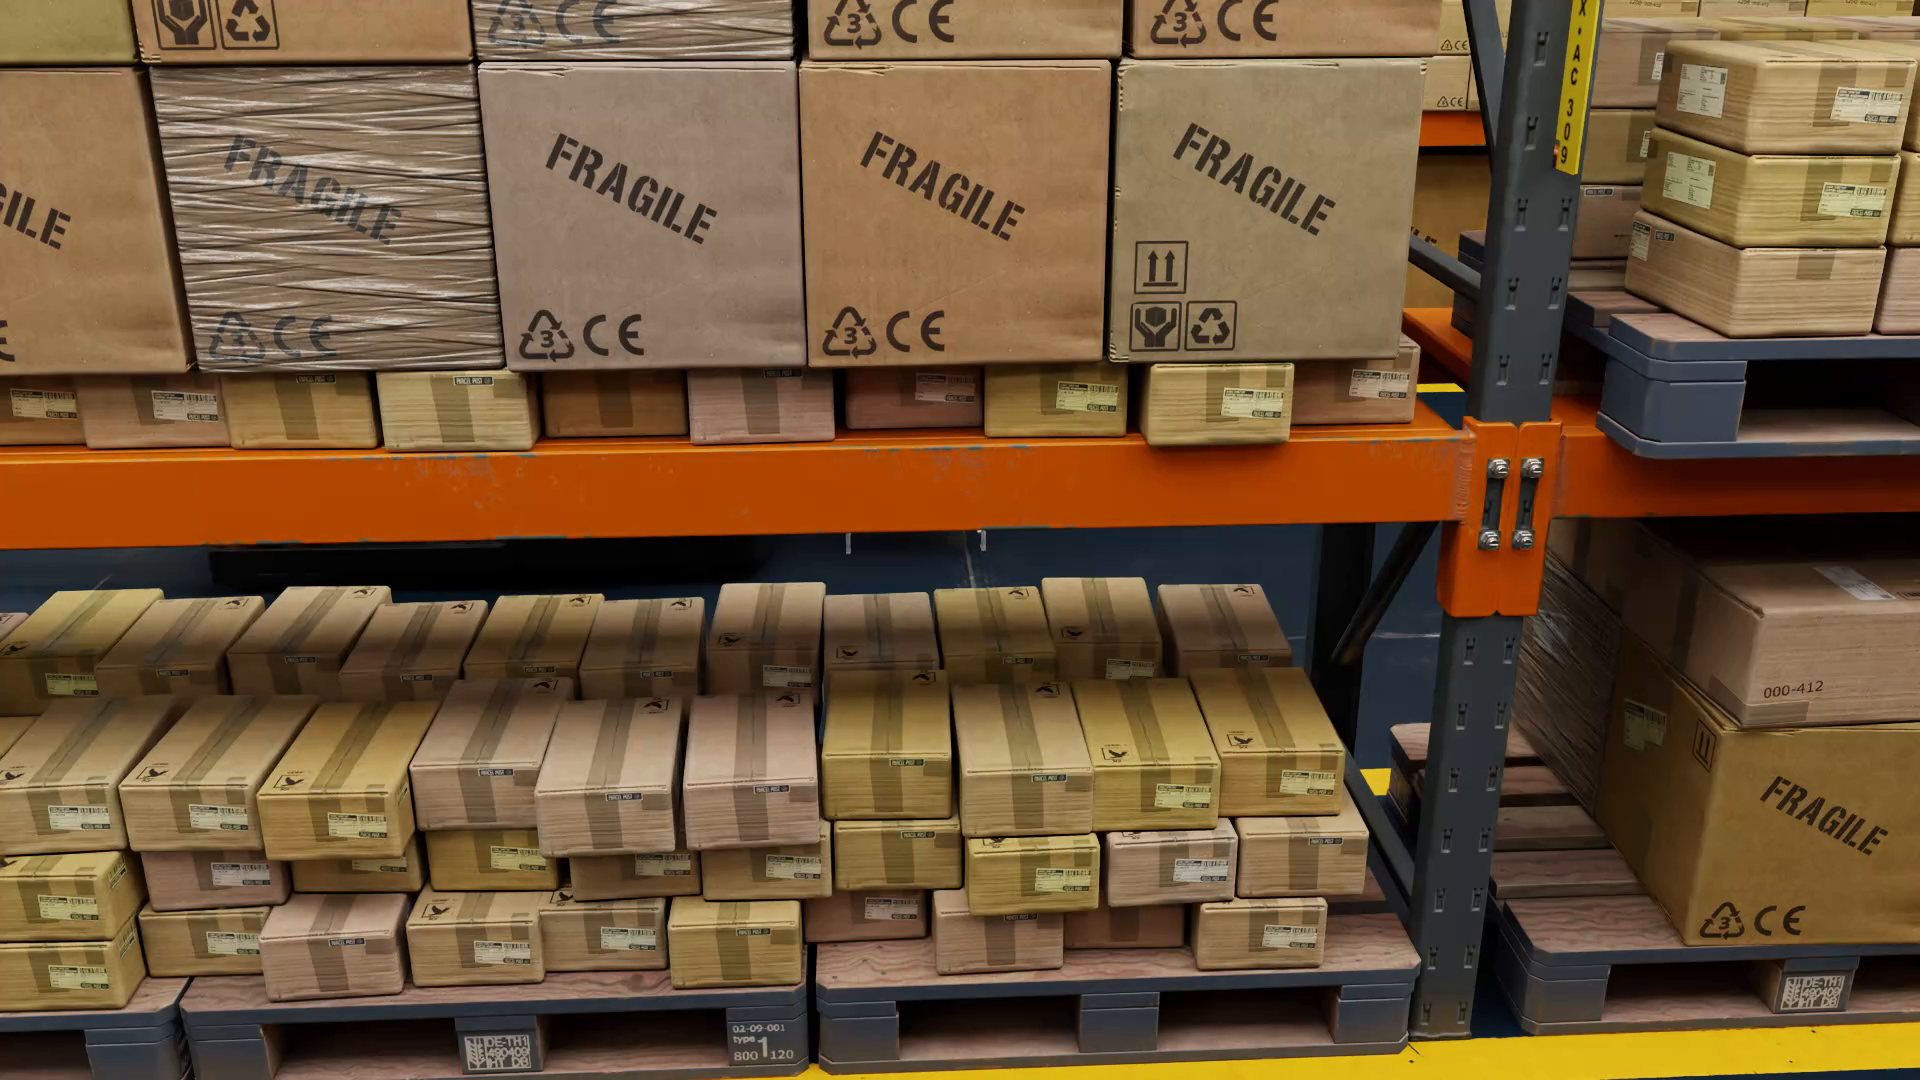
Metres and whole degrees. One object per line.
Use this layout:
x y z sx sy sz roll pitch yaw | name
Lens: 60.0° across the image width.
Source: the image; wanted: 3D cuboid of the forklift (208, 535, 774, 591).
-2.189 -1.388 5.647 3.031 2.935 1.130 -1 21 -2 | forklift

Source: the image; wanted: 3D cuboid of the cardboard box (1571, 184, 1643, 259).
1.344 -0.707 3.525 0.250 0.149 0.380 -2 21 -4 | cardboard box

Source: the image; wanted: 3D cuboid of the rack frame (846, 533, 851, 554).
-0.409 -0.552 5.886 0.015 1.200 0.240 -1 21 -3 | rack frame

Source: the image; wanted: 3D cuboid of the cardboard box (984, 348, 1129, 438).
0.166 -0.315 3.087 0.250 0.149 0.380 0 21 -1 | cardboard box

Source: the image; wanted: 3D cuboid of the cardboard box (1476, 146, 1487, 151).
2.984 -1.590 8.476 0.875 0.875 0.875 -1 21 -2 | cardboard box

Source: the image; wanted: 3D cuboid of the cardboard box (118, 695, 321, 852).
-1.445 0.455 3.291 0.250 0.149 0.380 0 21 -1 | cardboard box

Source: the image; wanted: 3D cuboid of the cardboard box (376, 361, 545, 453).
-0.870 -0.286 3.010 0.250 0.149 0.380 -1 21 -2 | cardboard box

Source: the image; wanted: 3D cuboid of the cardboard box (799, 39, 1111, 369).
-0.027 -0.615 2.963 0.500 0.500 0.500 -2 21 -5 | cardboard box

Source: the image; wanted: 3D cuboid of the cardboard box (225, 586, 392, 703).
-1.488 0.246 3.841 0.250 0.149 0.380 0 21 -1 | cardboard box

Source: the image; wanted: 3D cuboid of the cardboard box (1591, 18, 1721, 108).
1.348 -0.984 3.417 0.250 0.149 0.380 0 21 -1 | cardboard box

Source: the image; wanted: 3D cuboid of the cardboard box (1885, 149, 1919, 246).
1.637 -0.618 2.874 0.250 0.149 0.380 -2 21 -4 | cardboard box

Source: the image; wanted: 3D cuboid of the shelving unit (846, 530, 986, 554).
-0.165 -0.557 5.899 0.503 1.200 0.258 -1 21 -3 | shelving unit

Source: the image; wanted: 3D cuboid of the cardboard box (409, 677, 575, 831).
-0.934 0.427 3.365 0.250 0.149 0.380 -1 21 -3 | cardboard box

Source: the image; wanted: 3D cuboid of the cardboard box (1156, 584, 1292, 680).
0.603 0.242 3.851 0.250 0.149 0.380 0 21 -1 | cardboard box

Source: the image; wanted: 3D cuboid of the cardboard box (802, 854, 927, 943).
-0.208 0.681 3.532 0.250 0.149 0.380 -2 21 -4 | cardboard box

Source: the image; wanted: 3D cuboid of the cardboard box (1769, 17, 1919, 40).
1.875 -0.995 3.444 0.250 0.149 0.380 -2 21 -5 | cardboard box

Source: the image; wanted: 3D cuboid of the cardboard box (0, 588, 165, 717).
-2.015 0.254 3.820 0.250 0.149 0.380 -2 21 -4 | cardboard box

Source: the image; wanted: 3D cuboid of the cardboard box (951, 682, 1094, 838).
0.117 0.435 3.344 0.250 0.149 0.380 -1 21 -4 | cardboard box

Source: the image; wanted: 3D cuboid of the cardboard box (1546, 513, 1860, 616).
1.688 -0.033 3.862 0.500 0.250 0.500 -2 21 -4 | cardboard box

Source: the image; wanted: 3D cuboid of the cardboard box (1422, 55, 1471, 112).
2.059 -2.167 7.808 0.500 0.250 0.500 -1 21 -3 | cardboard box

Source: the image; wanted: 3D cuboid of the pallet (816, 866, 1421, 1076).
0.290 0.780 3.777 1.213 0.211 1.003 -1 21 -3 | pallet

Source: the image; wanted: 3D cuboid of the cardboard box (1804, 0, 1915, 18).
4.100 -2.451 7.851 0.500 0.250 0.500 -1 21 -3 | cardboard box

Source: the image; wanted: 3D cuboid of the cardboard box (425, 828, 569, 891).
-0.921 0.559 3.435 0.250 0.149 0.380 0 21 -1 | cardboard box

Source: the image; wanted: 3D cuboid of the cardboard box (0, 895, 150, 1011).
-1.728 0.762 3.319 0.250 0.149 0.380 -1 21 -2 | cardboard box

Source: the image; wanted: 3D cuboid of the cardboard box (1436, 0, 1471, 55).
2.055 -2.400 7.717 0.500 0.250 0.500 -1 21 -2 | cardboard box

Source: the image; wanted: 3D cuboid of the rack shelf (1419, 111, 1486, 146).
2.572 -2.011 8.197 4.000 0.370 1.077 -1 21 -3 | rack shelf

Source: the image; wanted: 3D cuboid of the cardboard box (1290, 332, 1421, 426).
0.687 -0.344 3.161 0.250 0.149 0.380 -1 21 -4 | cardboard box

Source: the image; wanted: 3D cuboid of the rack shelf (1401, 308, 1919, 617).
2.955 -0.254 3.584 4.000 0.370 1.077 -1 21 -3 | rack shelf

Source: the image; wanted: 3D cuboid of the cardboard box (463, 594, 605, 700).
-0.959 0.264 3.792 0.250 0.149 0.380 -1 21 -3 | cardboard box

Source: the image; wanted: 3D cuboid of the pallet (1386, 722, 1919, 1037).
1.736 0.737 3.889 1.213 0.211 1.003 -1 21 -3 | pallet

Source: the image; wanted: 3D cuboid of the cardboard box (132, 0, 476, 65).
-1.039 -1.063 2.734 0.500 0.500 0.500 -2 21 -5 | cardboard box

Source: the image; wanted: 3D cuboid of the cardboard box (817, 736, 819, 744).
-0.451 0.549 3.879 0.250 0.149 0.380 -2 21 -5 | cardboard box

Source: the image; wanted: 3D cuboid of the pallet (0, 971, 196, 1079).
-2.146 0.829 3.647 1.213 0.211 1.003 -1 21 -3 | pallet

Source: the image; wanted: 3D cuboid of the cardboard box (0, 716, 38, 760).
-1.965 0.492 3.195 0.250 0.149 0.380 -1 21 -3 | cardboard box

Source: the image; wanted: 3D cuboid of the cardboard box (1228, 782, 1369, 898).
0.662 0.567 3.416 0.250 0.149 0.380 -1 21 -2 | cardboard box

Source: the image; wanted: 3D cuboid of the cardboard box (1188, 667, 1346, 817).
0.618 0.408 3.414 0.250 0.149 0.380 -1 21 -2 | cardboard box

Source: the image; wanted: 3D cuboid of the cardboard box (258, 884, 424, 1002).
-1.225 0.749 3.354 0.250 0.149 0.380 -2 21 -6 | cardboard box

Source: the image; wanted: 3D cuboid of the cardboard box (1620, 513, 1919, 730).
1.712 0.150 3.379 0.500 0.250 0.500 -2 21 -5 | cardboard box

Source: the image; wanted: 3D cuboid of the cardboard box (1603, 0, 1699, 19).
3.078 -2.422 7.774 0.500 0.250 0.500 -2 21 -4 | cardboard box

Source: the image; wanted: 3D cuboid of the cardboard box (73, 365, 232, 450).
-1.398 -0.293 3.029 0.250 0.149 0.380 -2 21 -4 | cardboard box

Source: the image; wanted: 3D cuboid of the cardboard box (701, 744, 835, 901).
-0.383 0.571 3.405 0.250 0.149 0.380 -1 21 -2 | cardboard box

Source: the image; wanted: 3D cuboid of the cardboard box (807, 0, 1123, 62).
-0.011 -1.085 2.791 0.500 0.500 0.500 -2 21 -5 | cardboard box

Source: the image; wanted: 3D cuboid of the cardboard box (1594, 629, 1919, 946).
1.712 0.501 3.512 0.500 0.500 0.500 0 21 -1 | cardboard box

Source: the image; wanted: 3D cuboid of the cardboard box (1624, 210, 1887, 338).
1.378 -0.473 2.911 0.250 0.149 0.380 -2 21 -6 | cardboard box

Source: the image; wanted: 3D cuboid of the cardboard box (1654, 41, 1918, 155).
1.378 -0.751 2.805 0.250 0.149 0.380 0 21 0 | cardboard box

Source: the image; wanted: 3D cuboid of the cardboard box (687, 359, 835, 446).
-0.363 -0.303 3.053 0.250 0.149 0.380 -2 21 -5 | cardboard box

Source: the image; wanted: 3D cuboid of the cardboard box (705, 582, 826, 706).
-0.443 0.238 3.860 0.250 0.149 0.380 -1 21 -2 | cardboard box

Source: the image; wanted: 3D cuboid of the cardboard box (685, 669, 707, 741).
-0.711 0.380 3.906 0.250 0.149 0.380 -1 21 -3 | cardboard box

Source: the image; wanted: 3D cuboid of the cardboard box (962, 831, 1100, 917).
0.126 0.588 3.359 0.250 0.149 0.380 -2 21 -5 | cardboard box

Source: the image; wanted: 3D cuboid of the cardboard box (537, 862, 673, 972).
-0.711 0.718 3.437 0.250 0.149 0.380 -1 21 -2 | cardboard box

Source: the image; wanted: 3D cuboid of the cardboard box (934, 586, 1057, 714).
0.075 0.249 3.832 0.250 0.149 0.380 -1 21 -4 | cardboard box

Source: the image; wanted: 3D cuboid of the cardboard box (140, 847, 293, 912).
-1.459 0.581 3.377 0.250 0.149 0.380 -2 21 -6 | cardboard box

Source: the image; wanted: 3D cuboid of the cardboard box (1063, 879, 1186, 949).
0.322 0.691 3.507 0.250 0.149 0.380 -1 21 -2 | cardboard box

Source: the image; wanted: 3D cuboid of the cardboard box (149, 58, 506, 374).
-1.040 -0.603 2.931 0.500 0.500 0.500 -2 21 -4 | cardboard box

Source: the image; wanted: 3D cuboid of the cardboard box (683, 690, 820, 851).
-0.411 0.451 3.302 0.250 0.149 0.380 -2 21 -6 | cardboard box
